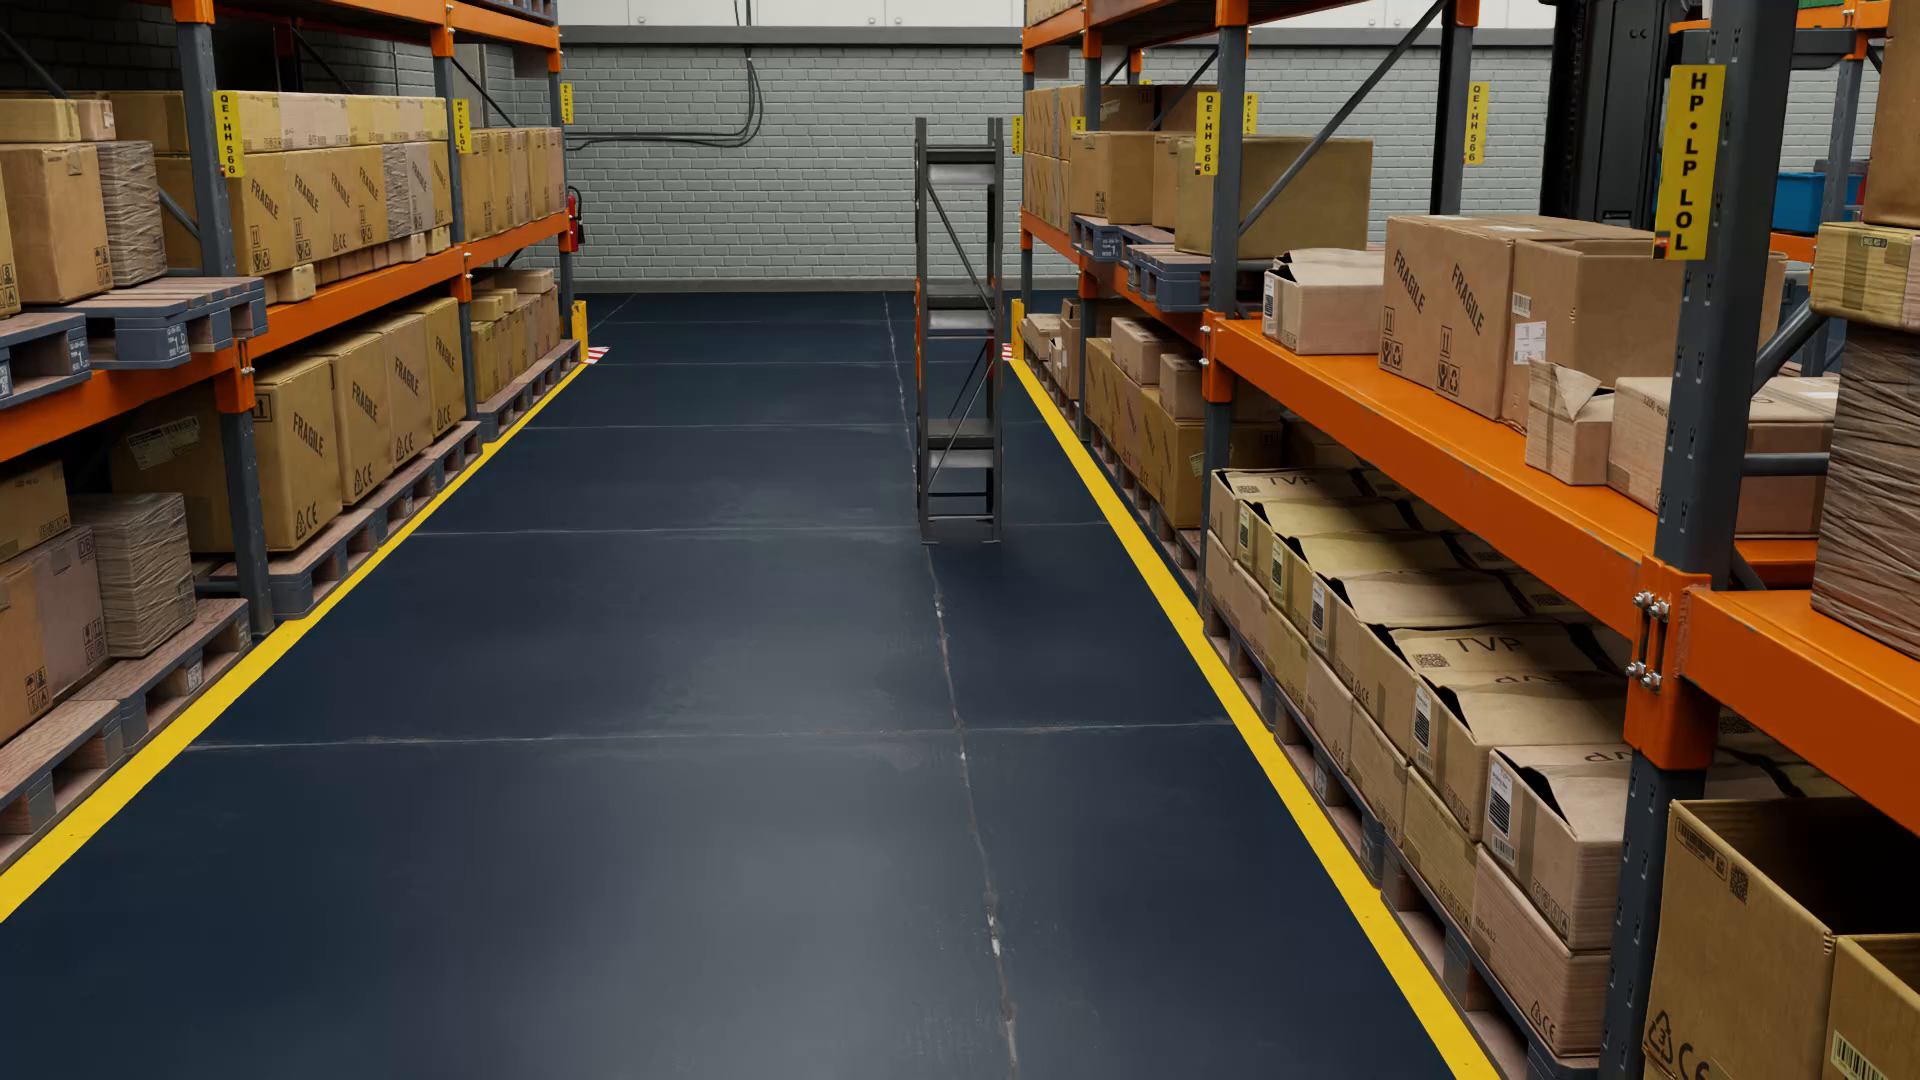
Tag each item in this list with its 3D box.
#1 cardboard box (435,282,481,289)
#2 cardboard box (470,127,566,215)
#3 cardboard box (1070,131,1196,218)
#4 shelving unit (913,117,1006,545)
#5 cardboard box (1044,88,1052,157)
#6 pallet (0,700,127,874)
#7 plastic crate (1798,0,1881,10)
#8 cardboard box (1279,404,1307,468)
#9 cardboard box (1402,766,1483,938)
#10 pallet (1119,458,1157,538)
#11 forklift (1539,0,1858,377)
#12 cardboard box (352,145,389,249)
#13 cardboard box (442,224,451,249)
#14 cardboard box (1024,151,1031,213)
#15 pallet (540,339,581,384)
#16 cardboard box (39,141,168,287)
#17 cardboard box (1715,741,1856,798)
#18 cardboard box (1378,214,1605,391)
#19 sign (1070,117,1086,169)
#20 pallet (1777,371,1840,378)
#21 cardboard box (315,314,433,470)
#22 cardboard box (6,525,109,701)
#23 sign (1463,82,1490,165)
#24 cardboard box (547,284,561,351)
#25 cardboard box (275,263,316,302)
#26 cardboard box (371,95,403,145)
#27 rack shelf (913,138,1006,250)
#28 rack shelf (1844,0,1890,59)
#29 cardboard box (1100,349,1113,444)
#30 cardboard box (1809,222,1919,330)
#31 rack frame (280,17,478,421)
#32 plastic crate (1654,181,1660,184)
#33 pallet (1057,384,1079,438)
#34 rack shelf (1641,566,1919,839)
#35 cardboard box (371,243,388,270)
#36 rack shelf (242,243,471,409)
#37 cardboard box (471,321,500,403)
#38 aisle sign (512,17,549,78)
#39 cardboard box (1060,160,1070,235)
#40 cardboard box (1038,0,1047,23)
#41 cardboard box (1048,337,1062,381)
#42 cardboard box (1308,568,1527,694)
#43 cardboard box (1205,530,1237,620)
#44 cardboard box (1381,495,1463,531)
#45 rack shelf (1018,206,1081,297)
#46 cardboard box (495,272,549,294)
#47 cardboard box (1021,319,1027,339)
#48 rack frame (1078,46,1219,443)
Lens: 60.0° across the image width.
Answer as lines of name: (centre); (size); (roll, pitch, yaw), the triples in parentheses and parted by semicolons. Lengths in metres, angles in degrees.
cardboard box: (-3.879, -1.887, 12.714); (0.380, 0.149, 0.250); (-1, 14, -3)
cardboard box: (-3.854, -3.059, 13.794); (0.980, 0.700, 0.700); (0, 14, -1)
cardboard box: (1.103, -2.254, 10.222); (0.700, 0.500, 0.500); (-6, 16, -22)
shelving unit: (-0.010, -1.058, 8.425); (0.431, 2.100, 0.503); (-1, 14, -3)
cardboard box: (0.911, -3.155, 12.563); (0.500, 0.500, 0.500); (-1, 14, -4)
pallet: (-3.280, 0.797, 5.006); (1.003, 0.211, 1.213); (-1, 14, -3)
plastic crate: (5.913, -3.649, 11.095); (0.450, 0.188, 0.662); (-1, 14, -3)
cardboard box: (1.763, -0.378, 8.111); (0.500, 0.500, 0.500); (-1, 14, -5)
cardboard box: (1.448, 0.770, 4.188); (0.500, 0.250, 0.500); (-1, 14, -4)
pallet: (1.463, -0.267, 9.139); (1.003, 0.211, 1.213); (-1, 14, -3)
forklift: (3.726, -1.483, 8.409); (3.031, 2.935, 1.130); (2, 15, 8)
cardboard box: (-3.267, -1.761, 8.513); (0.500, 0.500, 0.500); (0, 14, -2)
cardboard box: (-3.344, -1.854, 10.176); (0.380, 0.149, 0.250); (-1, 14, -3)
cardboard box: (0.813, -3.052, 14.167); (0.500, 0.500, 0.500); (-1, 14, -2)
pallet: (-3.768, -1.492, 13.903); (1.003, 0.211, 1.213); (-1, 14, -3)
cardboard box: (-3.360, -1.196, 6.070); (0.700, 0.500, 0.500); (-3, 15, -10)
cardboard box: (2.015, 0.617, 3.660); (0.500, 0.311, 0.500); (-1, 14, -3)
cardboard box: (1.665, -0.760, 5.258); (0.500, 0.500, 0.500); (-2, 15, -6)
sign: (0.755, -2.532, 10.610); (0.100, 0.325, 0.005); (-1, 14, -3)
pallet: (6.156, -1.030, 12.107); (1.003, 0.211, 1.213); (-1, 14, -3)
cardboard box: (-3.419, -0.827, 9.193); (0.750, 0.750, 0.750); (0, 14, -2)
cardboard box: (-3.387, 0.255, 5.649); (0.700, 0.500, 0.500); (-1, 14, -4)
sign: (2.098, -1.698, 6.784); (0.100, 0.325, 0.005); (-1, 14, -3)
cardboard box: (-3.752, -1.861, 13.912); (0.700, 0.500, 0.500); (-1, 14, -3)
cardboard box: (-3.128, -1.154, 7.458); (0.380, 0.149, 0.250); (0, 14, -2)
cardboard box: (-3.309, -2.245, 8.887); (0.500, 0.250, 0.500); (-1, 14, -2)
rack shelf: (-0.010, -1.723, 8.254); (0.431, 0.518, 0.480); (-1, 14, -3)
rack shelf: (6.365, -2.805, 8.834); (1.077, 0.370, 4.000); (-1, 14, -3)
cardboard box: (1.127, -0.869, 10.017); (0.500, 0.500, 0.500); (-1, 14, -3)
cardboard box: (1.616, -0.426, 2.660); (0.380, 0.149, 0.250); (-1, 14, -4)
rack frame: (-3.647, -2.046, 10.457); (1.000, 3.000, 0.127); (-1, 14, -3)
plastic crate: (5.720, -2.911, 14.036); (0.416, 0.233, 0.300); (-1, 14, -3)
pallet: (1.255, -0.943, 11.769); (1.003, 0.211, 1.213); (-1, 14, -3)
rack shelf: (1.916, 0.712, 1.181); (1.077, 0.370, 4.000); (-1, 14, -3)
cardboard box: (-3.309, -1.537, 8.945); (0.380, 0.149, 0.250); (-1, 14, -5)
rack shelf: (-3.523, -1.200, 8.613); (1.077, 0.370, 4.000); (-1, 14, -3)
cardboard box: (-3.591, -1.226, 11.445); (0.700, 0.500, 0.500); (-1, 14, -3)
aisle sign: (-3.600, -4.322, 14.087); (0.394, 0.787, 0.004); (-1, 14, -3)
cardboard box: (0.976, -2.420, 11.711); (0.500, 0.500, 0.500); (0, 14, -2)
cardboard box: (0.878, -4.117, 12.790); (0.500, 0.250, 0.500); (-1, 14, -3)
cardboard box: (0.932, -1.358, 12.297); (0.500, 0.311, 0.500); (-1, 14, -3)
cardboard box: (1.386, 0.249, 5.091); (0.500, 0.311, 0.500); (-1, 14, -4)
cardboard box: (1.284, 0.135, 6.658); (0.500, 0.250, 0.500); (-1, 14, -4)
cardboard box: (1.861, -0.016, 6.118); (0.500, 0.311, 0.500); (-1, 14, -4)
rack shelf: (1.173, -2.272, 12.781); (1.077, 0.370, 4.000); (-1, 14, -3)
cardboard box: (-3.546, -2.082, 13.471); (0.380, 0.149, 0.250); (0, 14, -2)
cardboard box: (0.732, -1.841, 14.499); (0.380, 0.149, 0.250); (-1, 14, -3)
rack frame: (1.297, -2.123, 10.758); (1.000, 3.000, 0.127); (-1, 14, -3)
